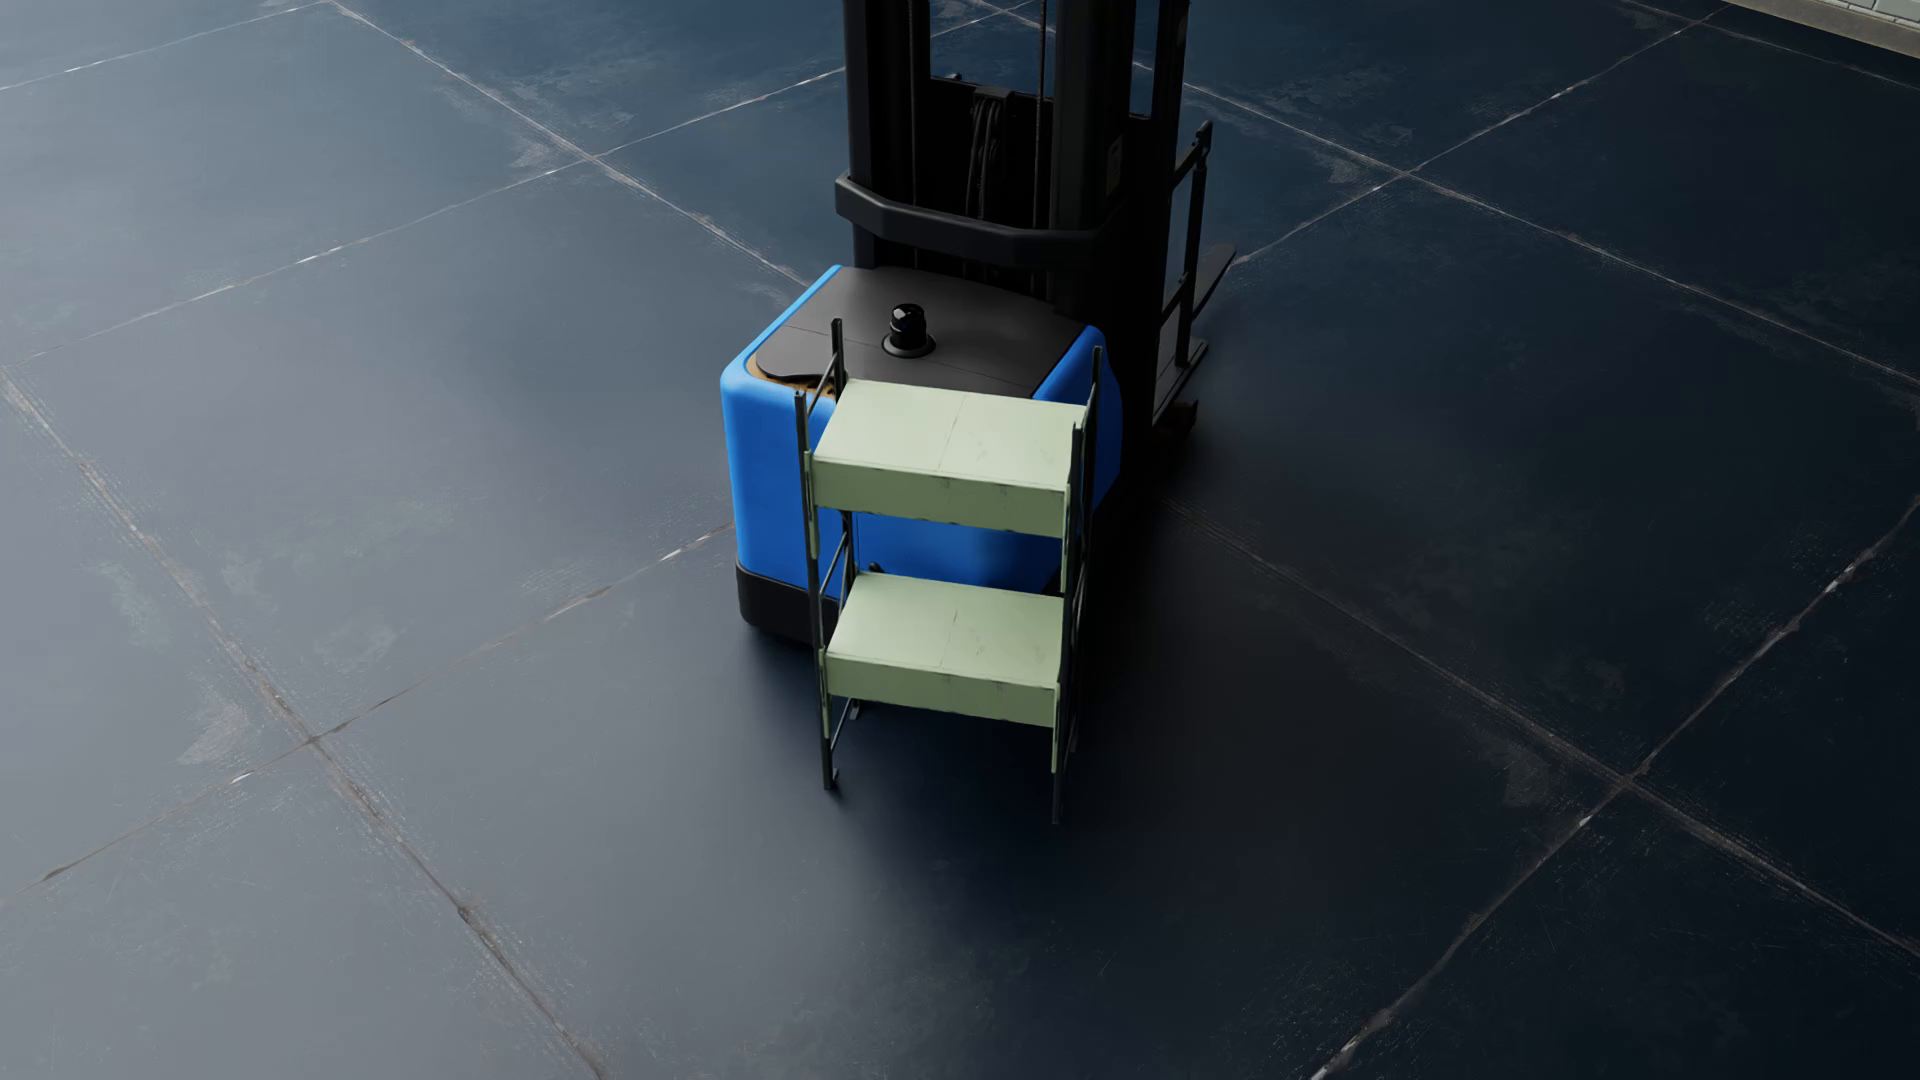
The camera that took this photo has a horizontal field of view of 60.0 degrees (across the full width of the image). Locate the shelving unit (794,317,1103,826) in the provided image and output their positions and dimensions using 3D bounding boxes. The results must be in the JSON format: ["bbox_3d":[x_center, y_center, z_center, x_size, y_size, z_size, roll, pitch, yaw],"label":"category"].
[{"bbox_3d":[-0.022,0.132,4.892,0.755,1.500,0.431,7,40,9],"label":"shelving unit"}]

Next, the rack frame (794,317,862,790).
[{"bbox_3d":[-0.380,0.085,4.950,0.023,1.500,0.400,7,40,9],"label":"rack frame"}]

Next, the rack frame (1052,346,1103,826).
[{"bbox_3d":[0.336,0.179,4.834,0.023,1.500,0.400,7,40,9],"label":"rack frame"}]

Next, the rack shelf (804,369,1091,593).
[{"bbox_3d":[-0.022,-0.171,4.646,0.720,0.370,0.431,7,40,9],"label":"rack shelf"}]

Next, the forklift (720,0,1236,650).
[{"bbox_3d":[0.310,-1.534,5.817,1.130,2.935,3.031,16,42,19],"label":"forklift"}]

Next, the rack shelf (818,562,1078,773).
[{"bbox_3d":[-0.022,0.386,5.097,0.720,0.370,0.431,7,40,9],"label":"rack shelf"}]
